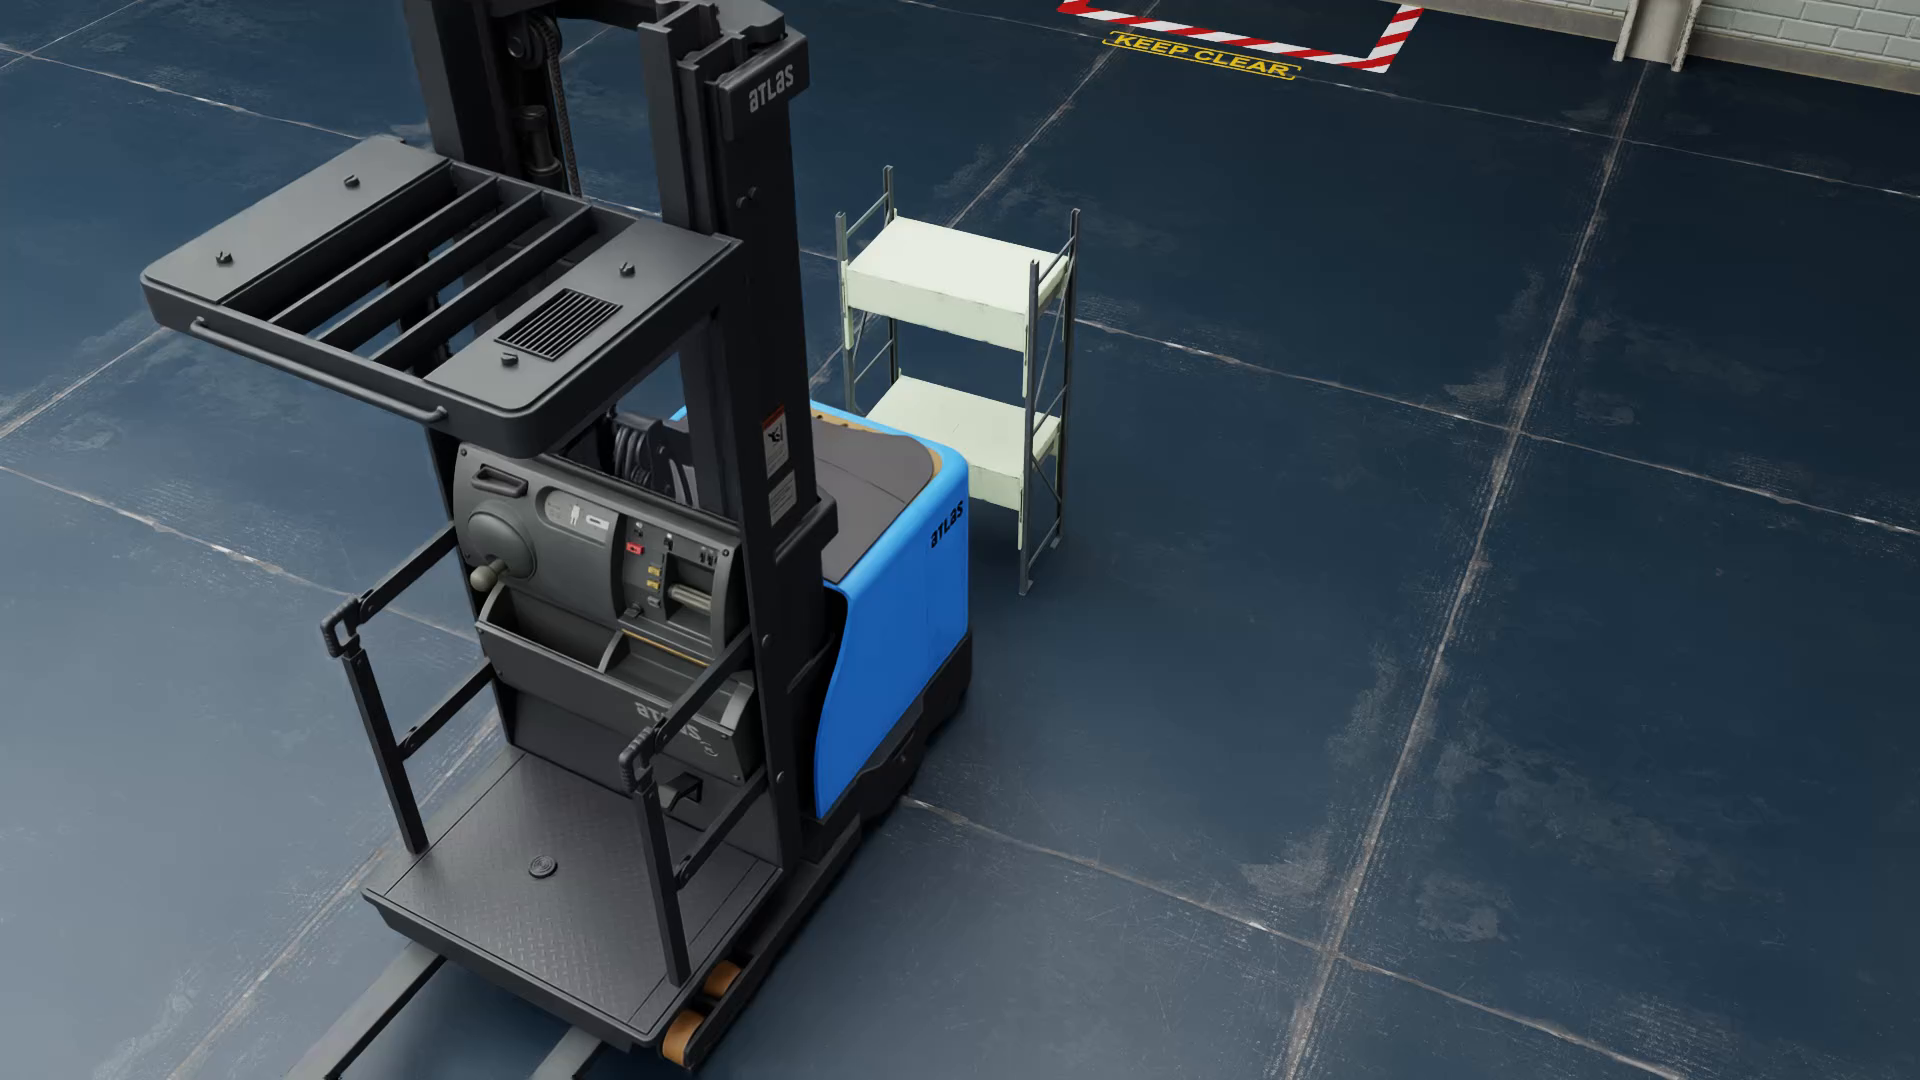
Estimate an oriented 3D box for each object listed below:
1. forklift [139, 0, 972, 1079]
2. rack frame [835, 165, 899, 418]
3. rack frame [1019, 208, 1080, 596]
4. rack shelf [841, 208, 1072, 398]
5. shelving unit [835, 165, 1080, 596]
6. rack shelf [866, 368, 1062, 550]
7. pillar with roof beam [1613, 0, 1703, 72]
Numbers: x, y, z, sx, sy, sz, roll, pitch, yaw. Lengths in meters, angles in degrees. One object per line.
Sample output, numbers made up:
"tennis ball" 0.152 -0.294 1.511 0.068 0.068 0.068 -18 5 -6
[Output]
"forklift" -1.106 0.111 4.384 1.130 2.935 3.031 20 45 21
"rack frame" -0.338 -0.670 6.378 0.023 1.500 0.400 17 44 19
"rack frame" 0.326 -0.467 6.144 0.023 1.500 0.400 17 44 19
"rack shelf" -0.006 -0.863 6.005 0.720 0.370 0.431 17 44 19
"shelving unit" -0.006 -0.569 6.261 0.755 1.500 0.431 17 44 19
"rack shelf" -0.006 -0.322 6.474 0.720 0.370 0.431 17 44 19
"pillar with roof beam" 2.397 -3.805 4.269 0.400 9.000 9.100 17 44 19
